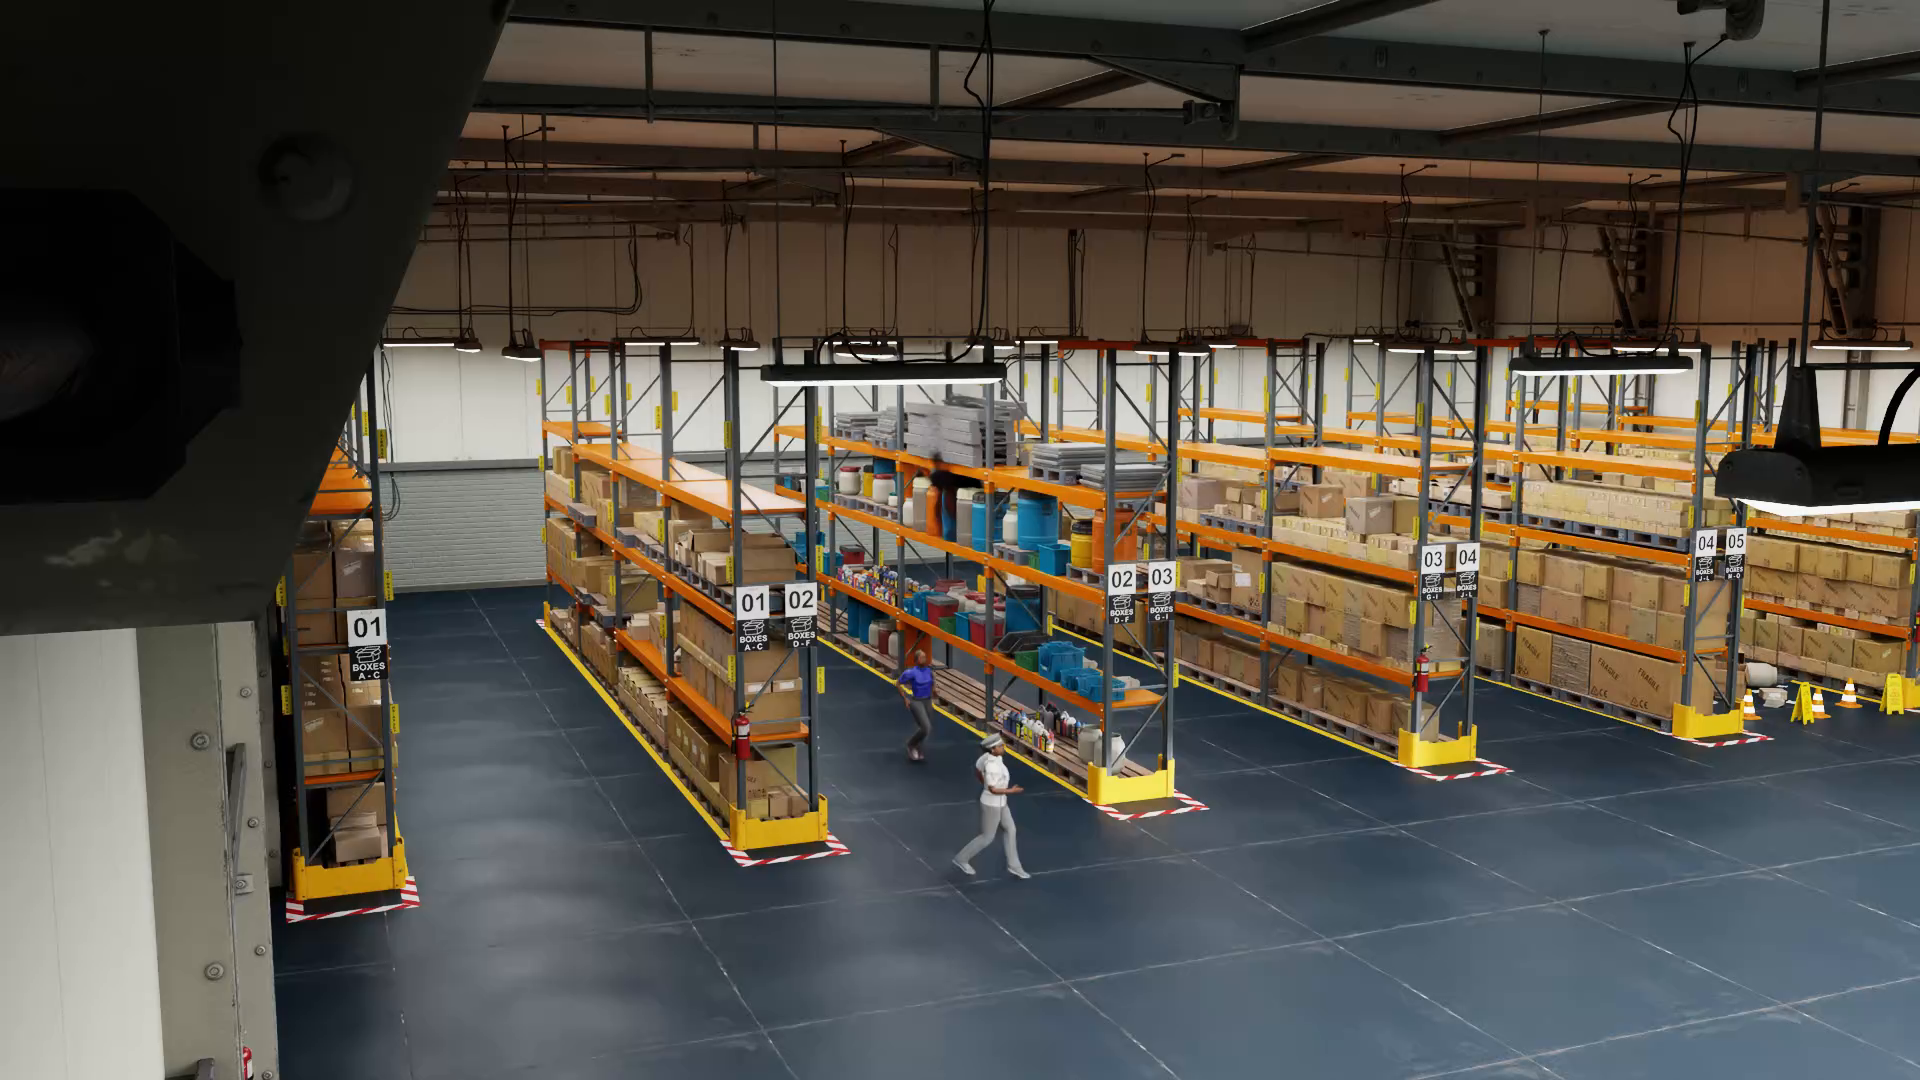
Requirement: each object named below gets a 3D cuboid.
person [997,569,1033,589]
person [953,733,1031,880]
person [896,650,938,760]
[{"bbox_3d":[1.152,1.009,34.306,0.699,1.769,0.927,-3,8,-23],"label":"person"},{"bbox_3d":[0.364,3.037,18.957,0.888,1.731,0.586,1,7,6],"label":"person"},{"bbox_3d":[-0.551,2.403,24.030,0.628,1.611,0.552,7,10,44],"label":"person"}]
